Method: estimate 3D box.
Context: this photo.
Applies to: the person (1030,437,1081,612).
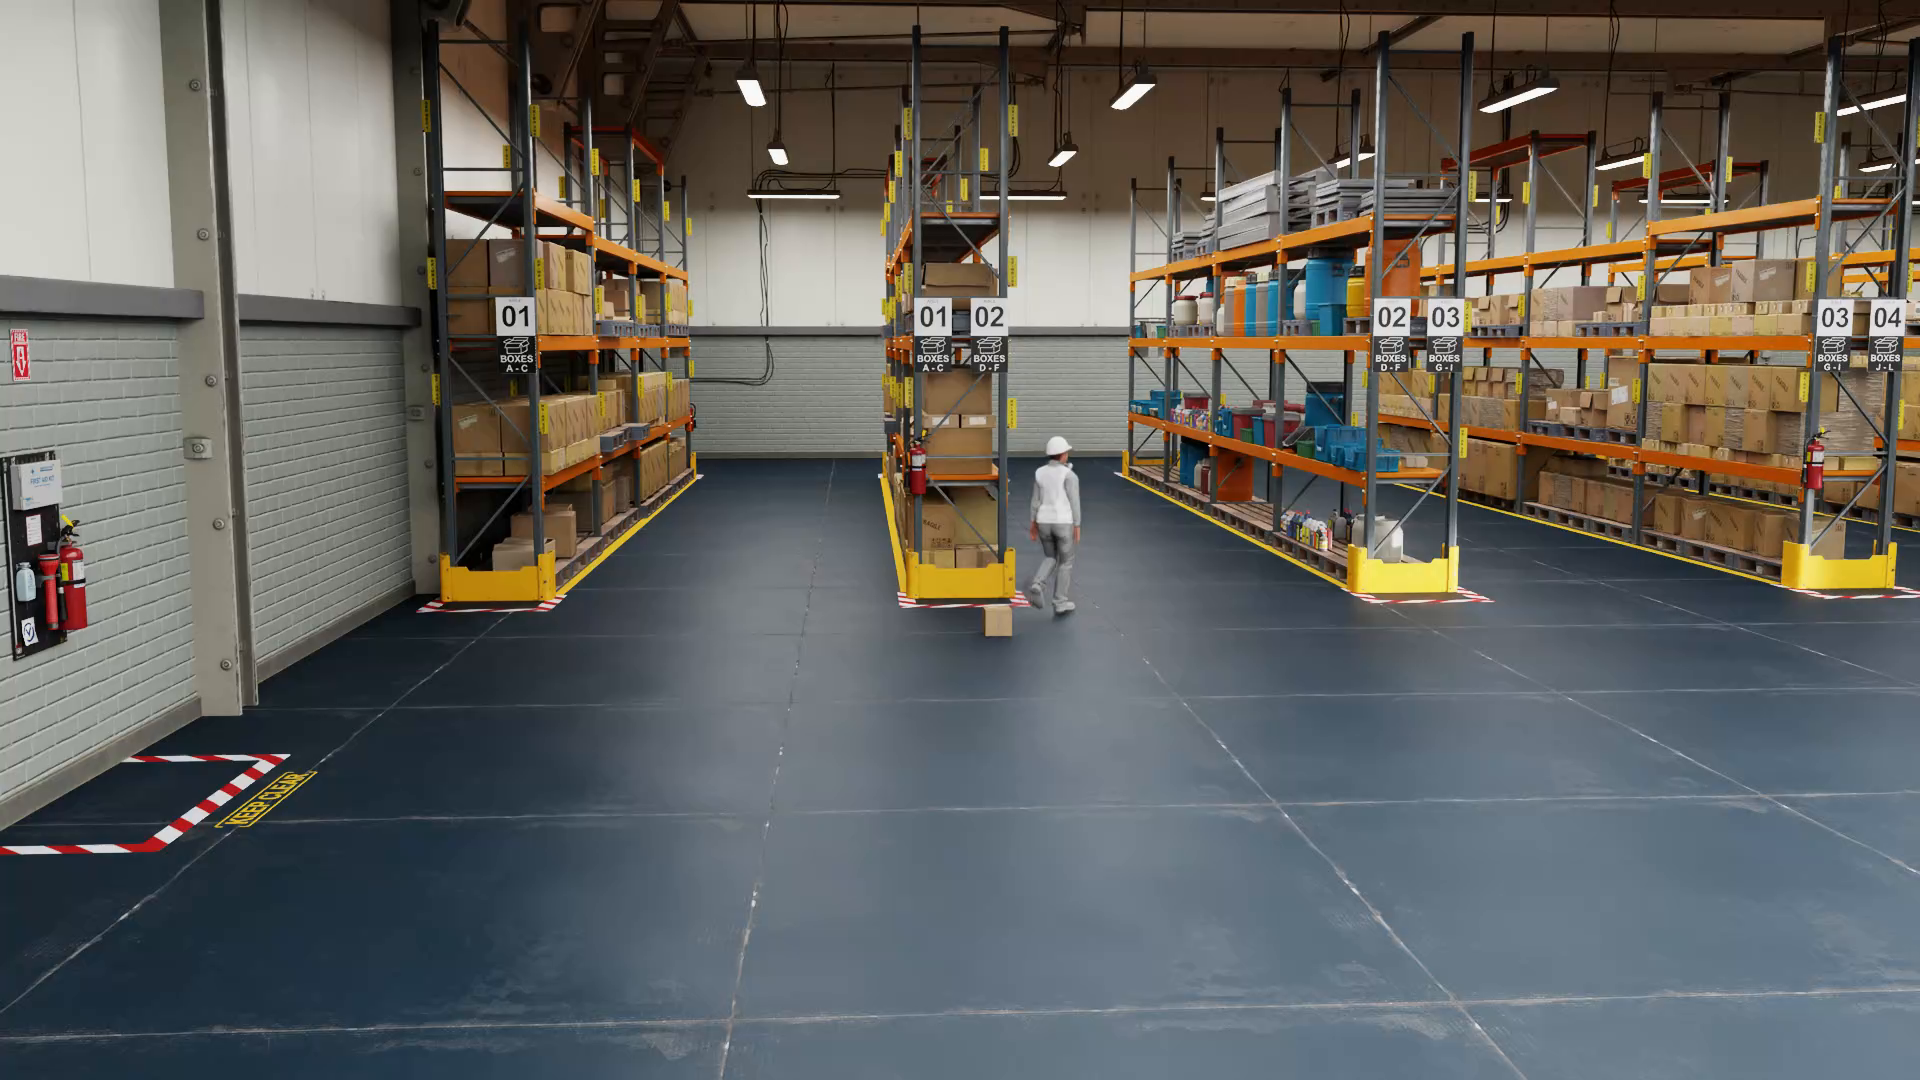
[{"bbox_3d":[0.960,-0.158,16.740,0.561,1.766,0.498,5,9,38],"label":"person"}]
